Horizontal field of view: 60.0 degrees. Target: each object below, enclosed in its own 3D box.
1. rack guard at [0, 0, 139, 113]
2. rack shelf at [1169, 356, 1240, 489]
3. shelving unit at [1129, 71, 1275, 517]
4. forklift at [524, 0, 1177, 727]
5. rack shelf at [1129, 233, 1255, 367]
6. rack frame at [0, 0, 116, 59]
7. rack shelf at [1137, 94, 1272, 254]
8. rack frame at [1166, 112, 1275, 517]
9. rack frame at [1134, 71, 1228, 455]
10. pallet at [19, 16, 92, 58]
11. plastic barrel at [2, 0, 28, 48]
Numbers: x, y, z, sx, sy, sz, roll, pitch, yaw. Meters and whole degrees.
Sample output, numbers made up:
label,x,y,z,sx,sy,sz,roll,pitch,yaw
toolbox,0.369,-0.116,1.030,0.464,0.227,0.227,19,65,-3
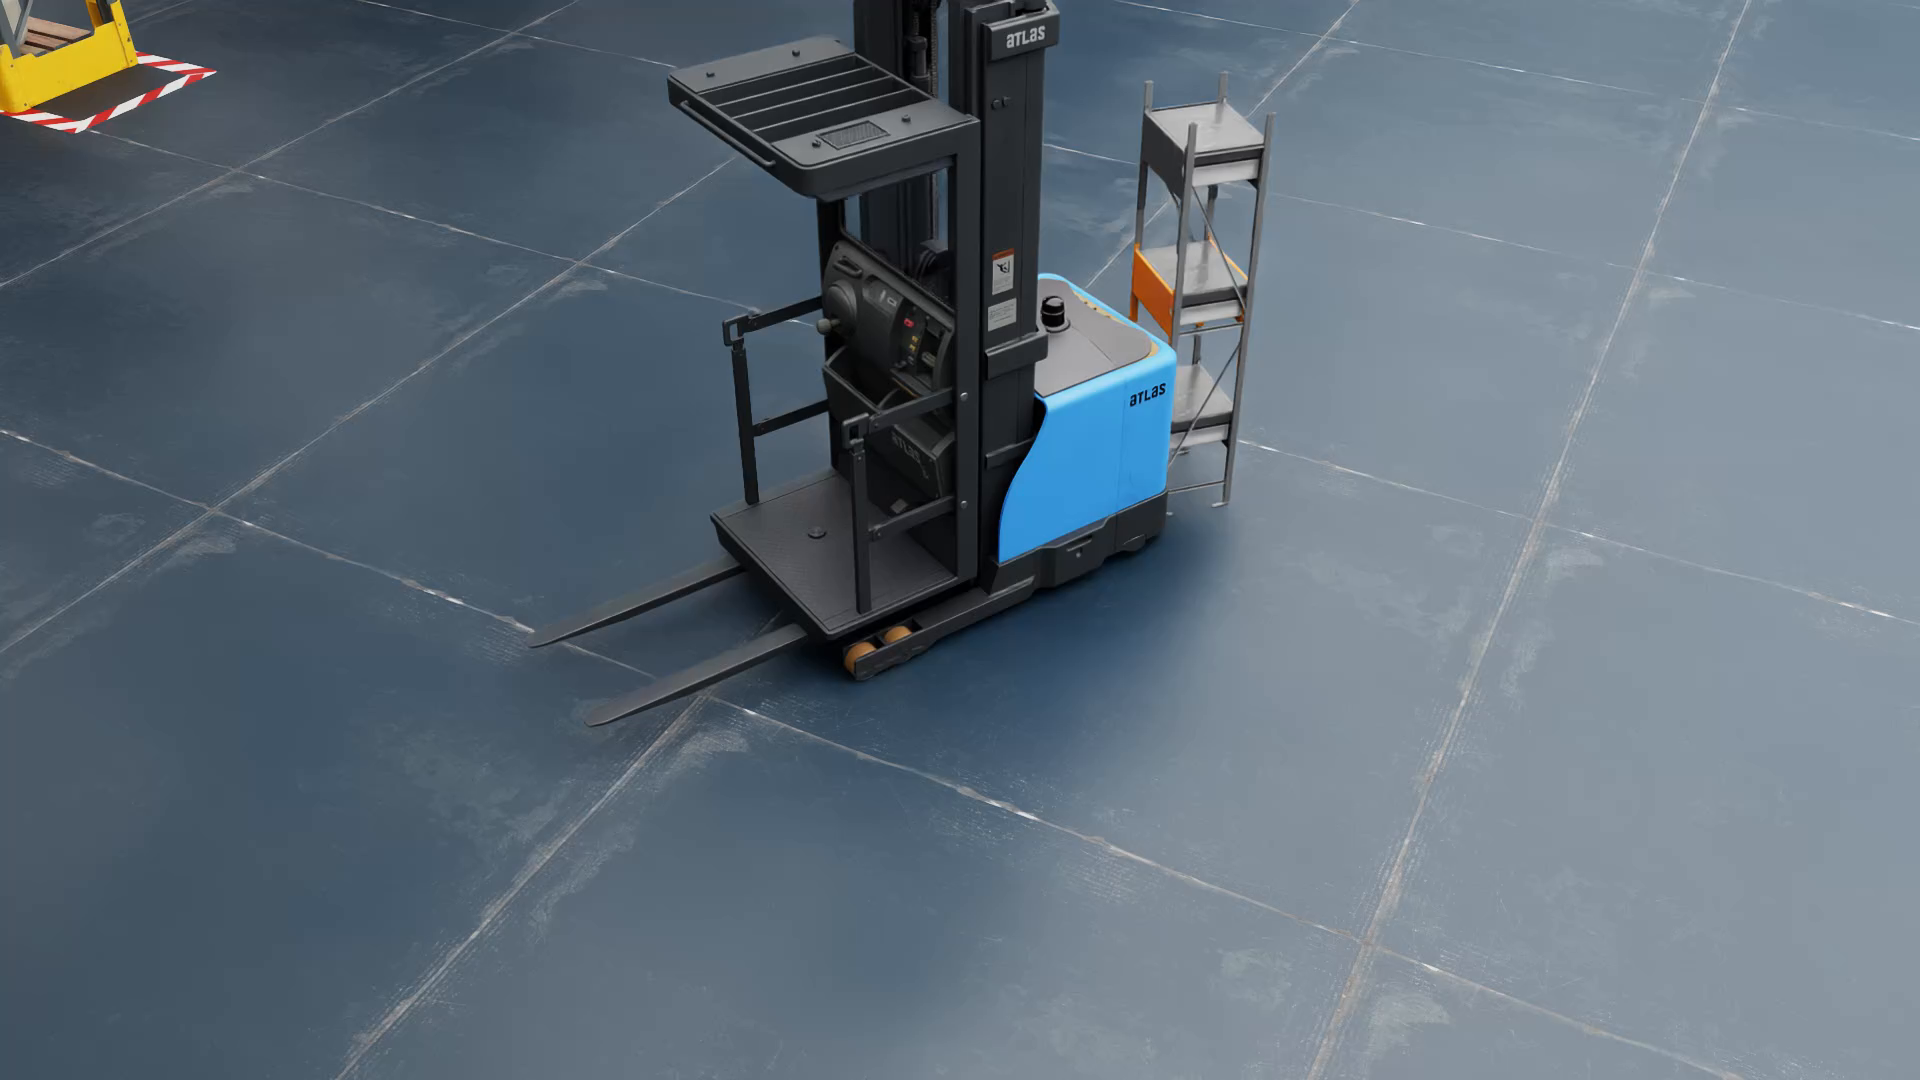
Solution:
label,x,y,z,sx,sy,sz,roll,pitch,yaw
rack guard,-6.950,-3.747,12.773,0.348,0.500,1.175,17,41,21
rack shelf,1.107,-0.558,8.427,0.431,0.518,0.480,-11,39,-14
shelving unit,1.105,-1.125,7.994,0.431,2.100,0.503,-11,39,-14
forklift,-0.485,-0.909,7.023,3.031,2.935,1.130,-23,43,-27
rack shelf,1.105,-1.114,8.002,0.431,0.518,0.480,-11,39,-14
rack frame,-6.860,-4.747,12.023,0.127,3.000,1.000,17,41,21
rack shelf,1.103,-1.671,7.577,0.431,0.518,0.480,-11,39,-14
rack frame,1.178,-0.984,7.808,0.400,2.100,0.015,-11,39,-14
rack frame,1.032,-1.267,8.179,0.400,2.100,0.015,-11,39,-14
pallet,-7.668,-3.861,13.162,1.213,0.211,1.003,17,41,21
plastic barrel,-7.480,-4.065,12.835,0.421,0.512,0.421,0,37,0
